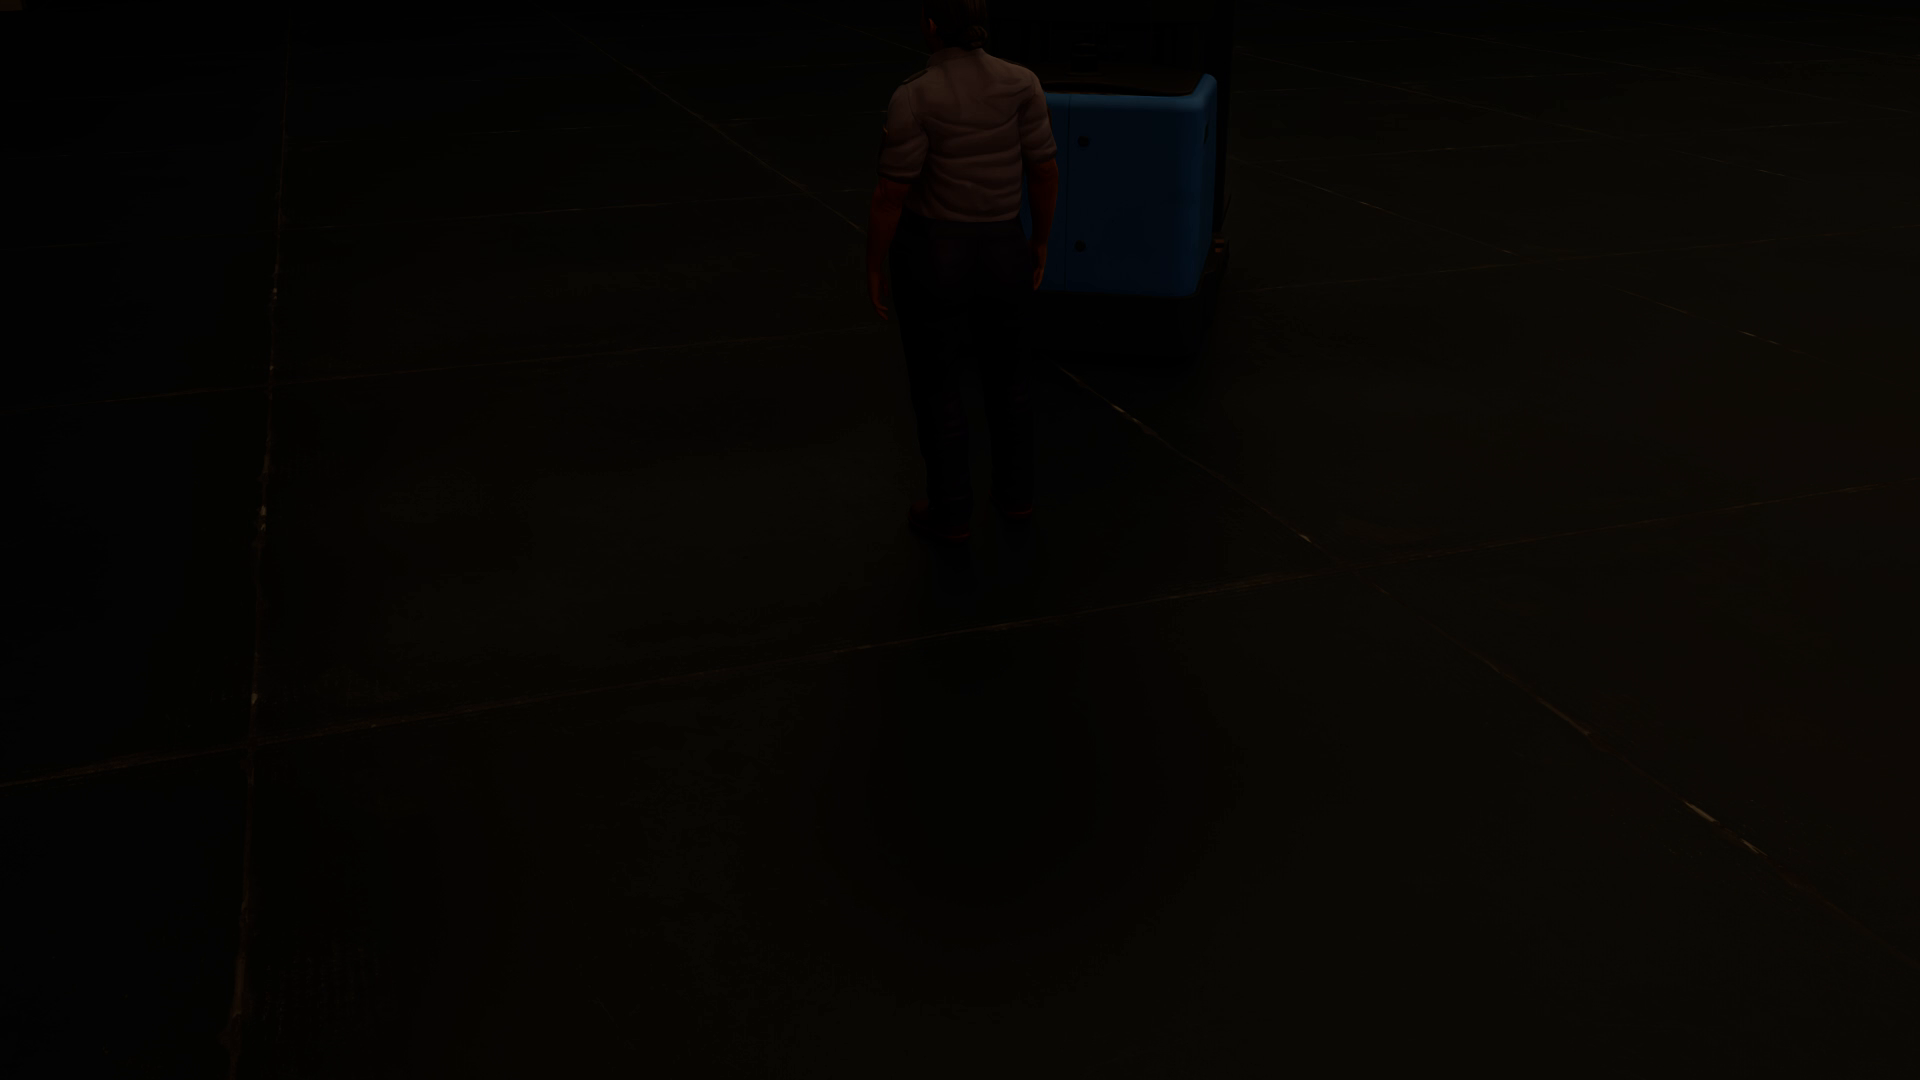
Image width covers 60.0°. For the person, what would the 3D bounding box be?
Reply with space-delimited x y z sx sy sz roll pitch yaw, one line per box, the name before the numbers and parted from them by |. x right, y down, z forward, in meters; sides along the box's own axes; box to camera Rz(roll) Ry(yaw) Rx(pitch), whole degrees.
person | -0.010 -0.802 4.843 0.598 1.651 0.502 -8 24 -18

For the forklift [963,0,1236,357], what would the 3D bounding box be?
forklift | 0.724 -2.622 7.534 1.130 2.935 3.031 5 23 11
